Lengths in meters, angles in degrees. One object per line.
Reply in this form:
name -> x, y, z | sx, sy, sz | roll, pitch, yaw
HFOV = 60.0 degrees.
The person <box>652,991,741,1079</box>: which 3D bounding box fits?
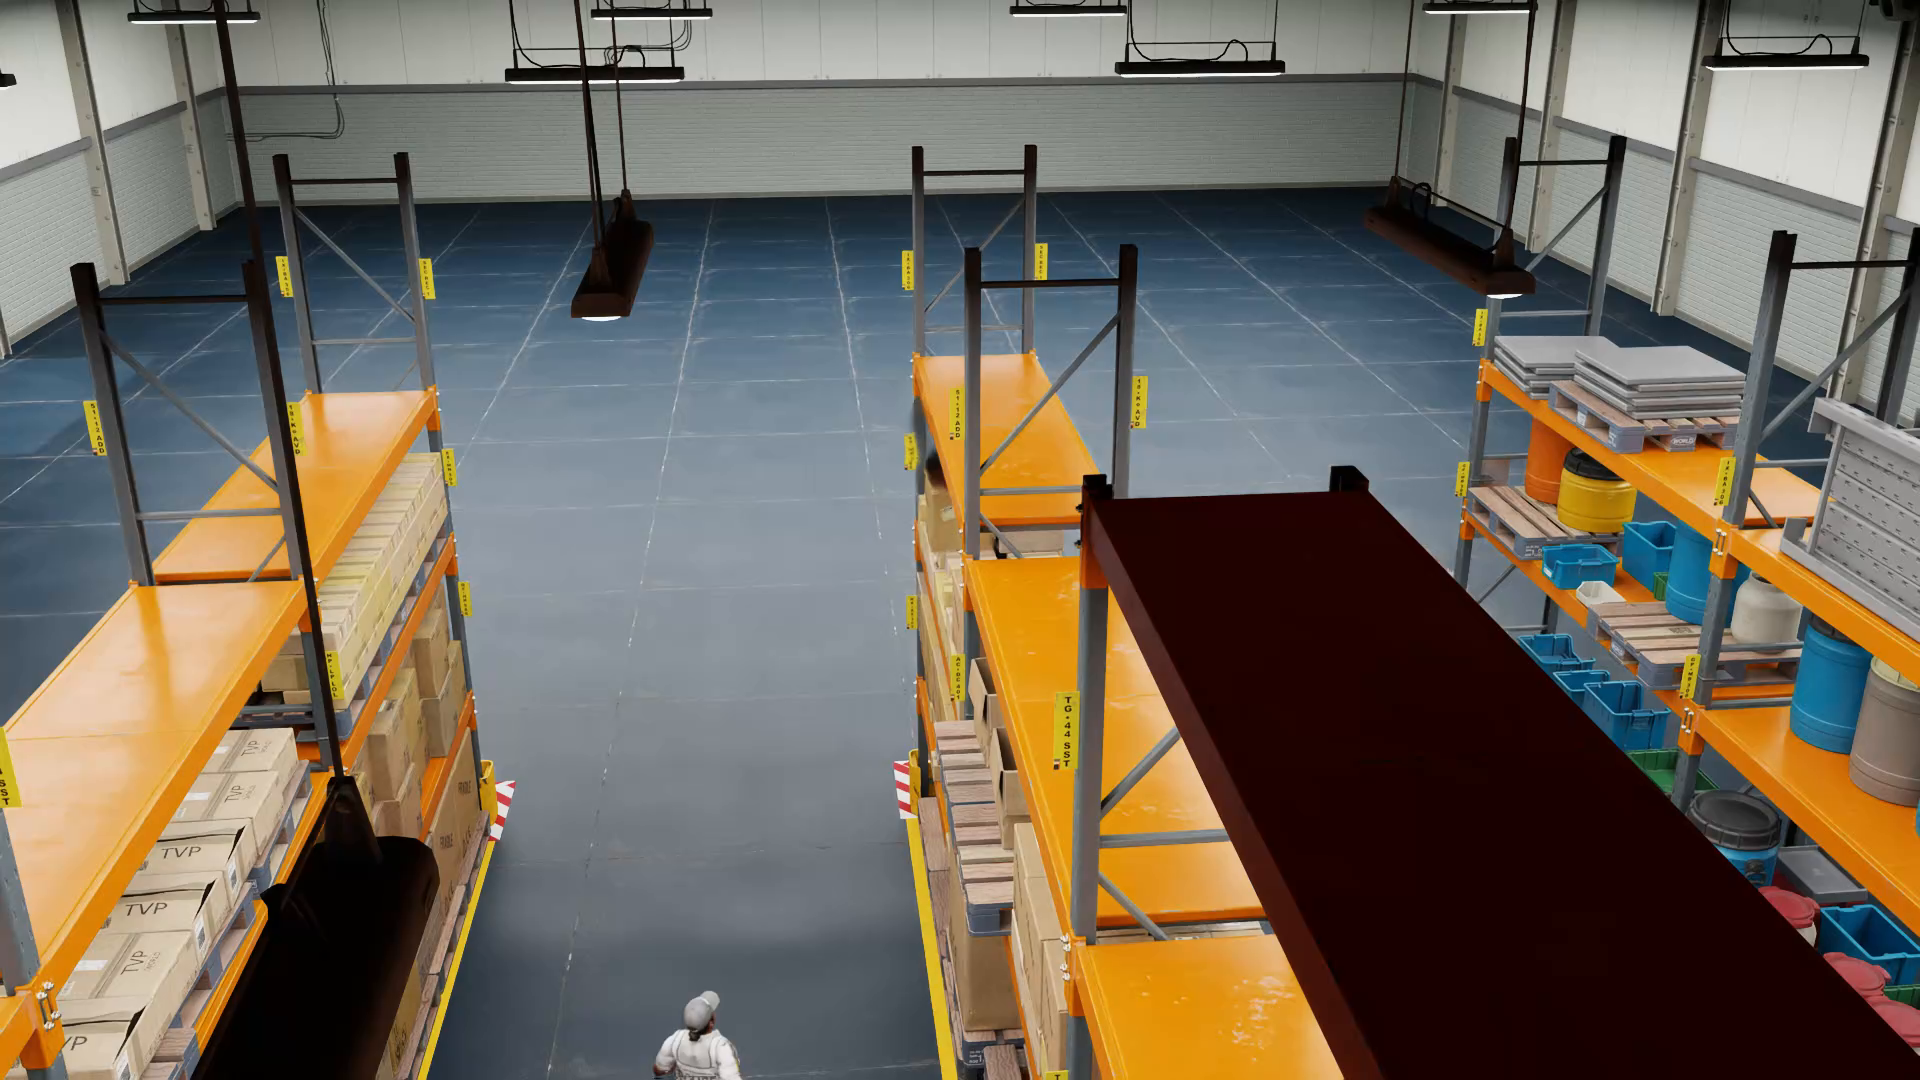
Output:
person -> -1.615, 3.602, 10.392 | 0.595, 1.702, 0.700 | 0, 22, -1
